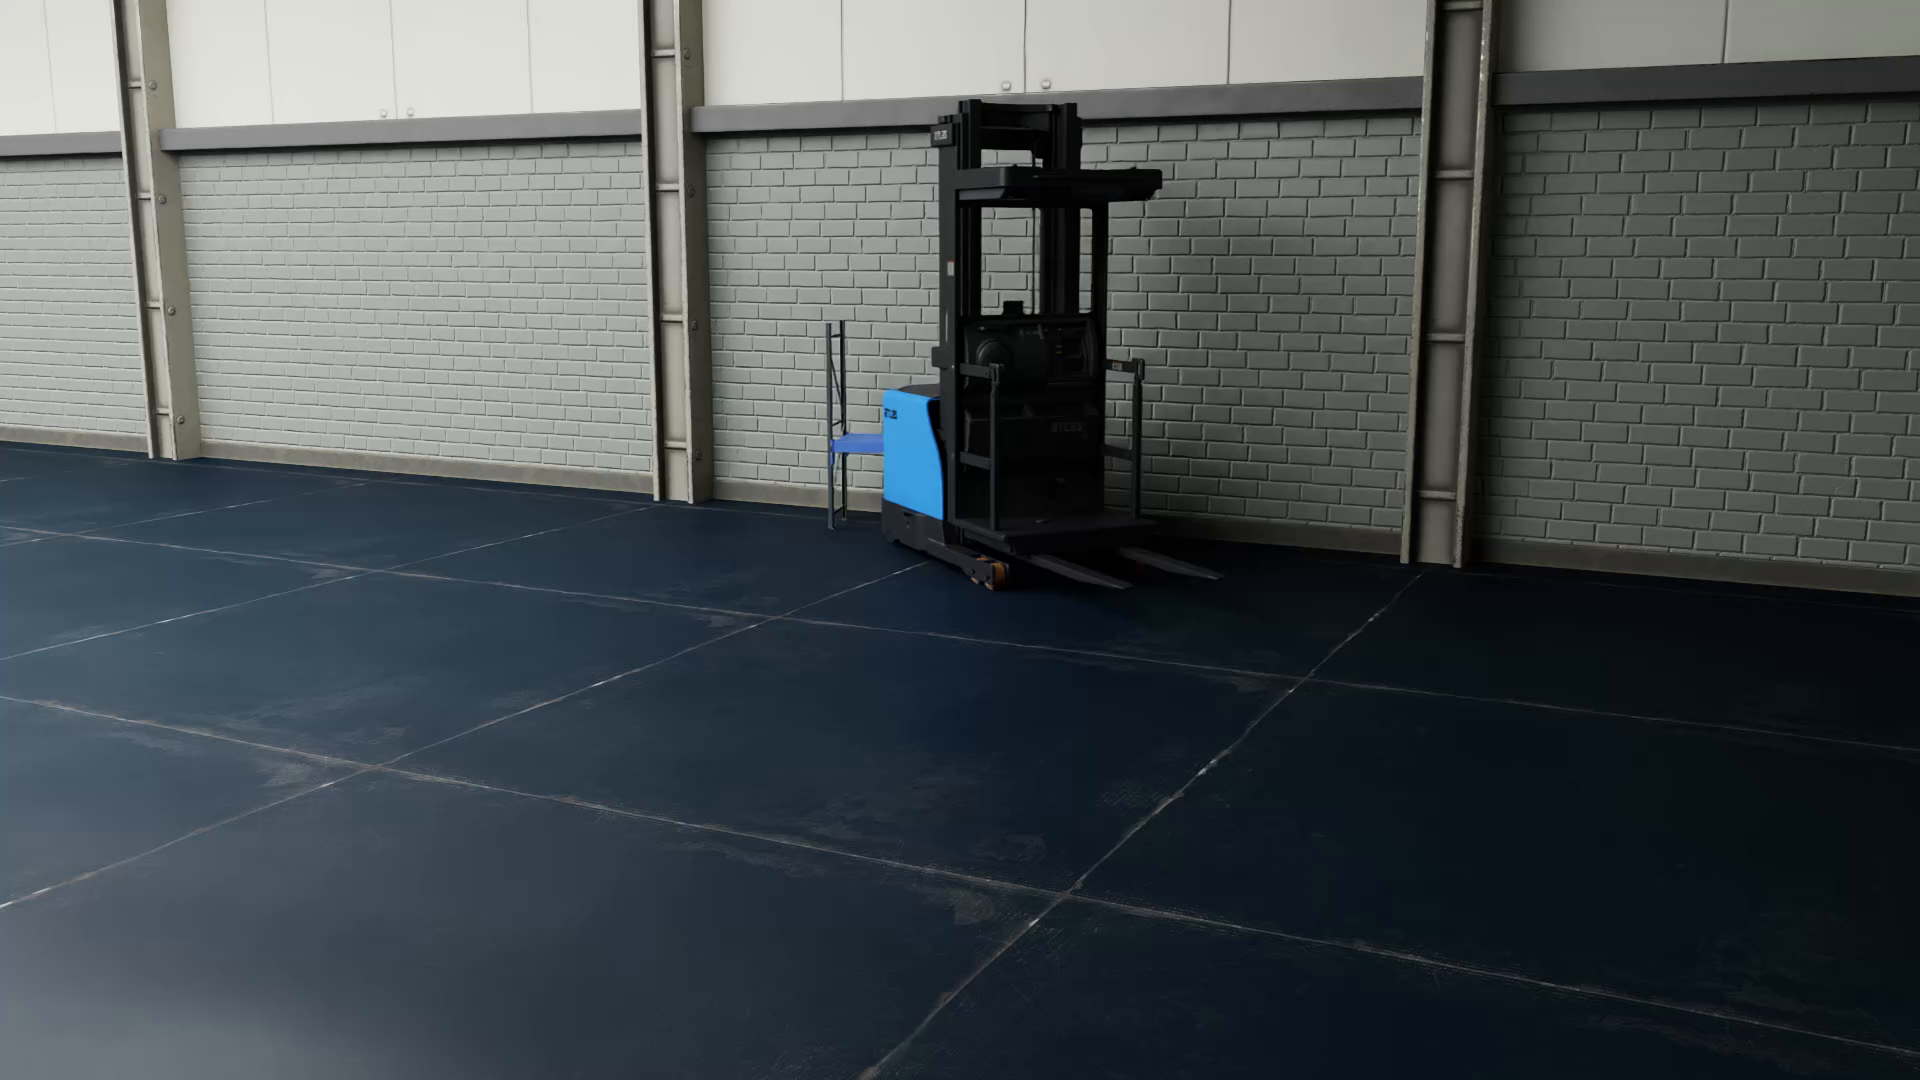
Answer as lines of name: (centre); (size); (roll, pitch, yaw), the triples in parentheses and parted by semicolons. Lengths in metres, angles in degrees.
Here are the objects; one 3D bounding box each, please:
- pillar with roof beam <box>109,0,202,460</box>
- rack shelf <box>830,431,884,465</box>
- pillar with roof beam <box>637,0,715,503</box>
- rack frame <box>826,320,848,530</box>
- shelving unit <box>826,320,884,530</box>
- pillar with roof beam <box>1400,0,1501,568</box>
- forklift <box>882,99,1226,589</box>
pillar with roof beam: (-9.534, -4.547, 11.583); (0.400, 9.000, 9.100); (5, 11, 26)
rack shelf: (-0.406, -0.668, 12.219); (1.000, 0.185, 0.538); (2, 10, 9)
pillar with roof beam: (-4.153, -4.074, 8.971); (0.400, 9.000, 9.100); (5, 11, 26)
rack frame: (-0.908, -0.859, 12.263); (0.032, 1.500, 0.500); (2, 10, 9)
shelving unit: (-0.406, -0.845, 12.187); (1.048, 1.500, 0.538); (2, 10, 9)
pillar with roof beam: (1.228, -3.601, 6.359); (0.400, 9.000, 9.100); (5, 11, 26)
forklift: (0.542, -1.230, 10.294); (1.130, 2.935, 3.031); (-5, 11, -25)
